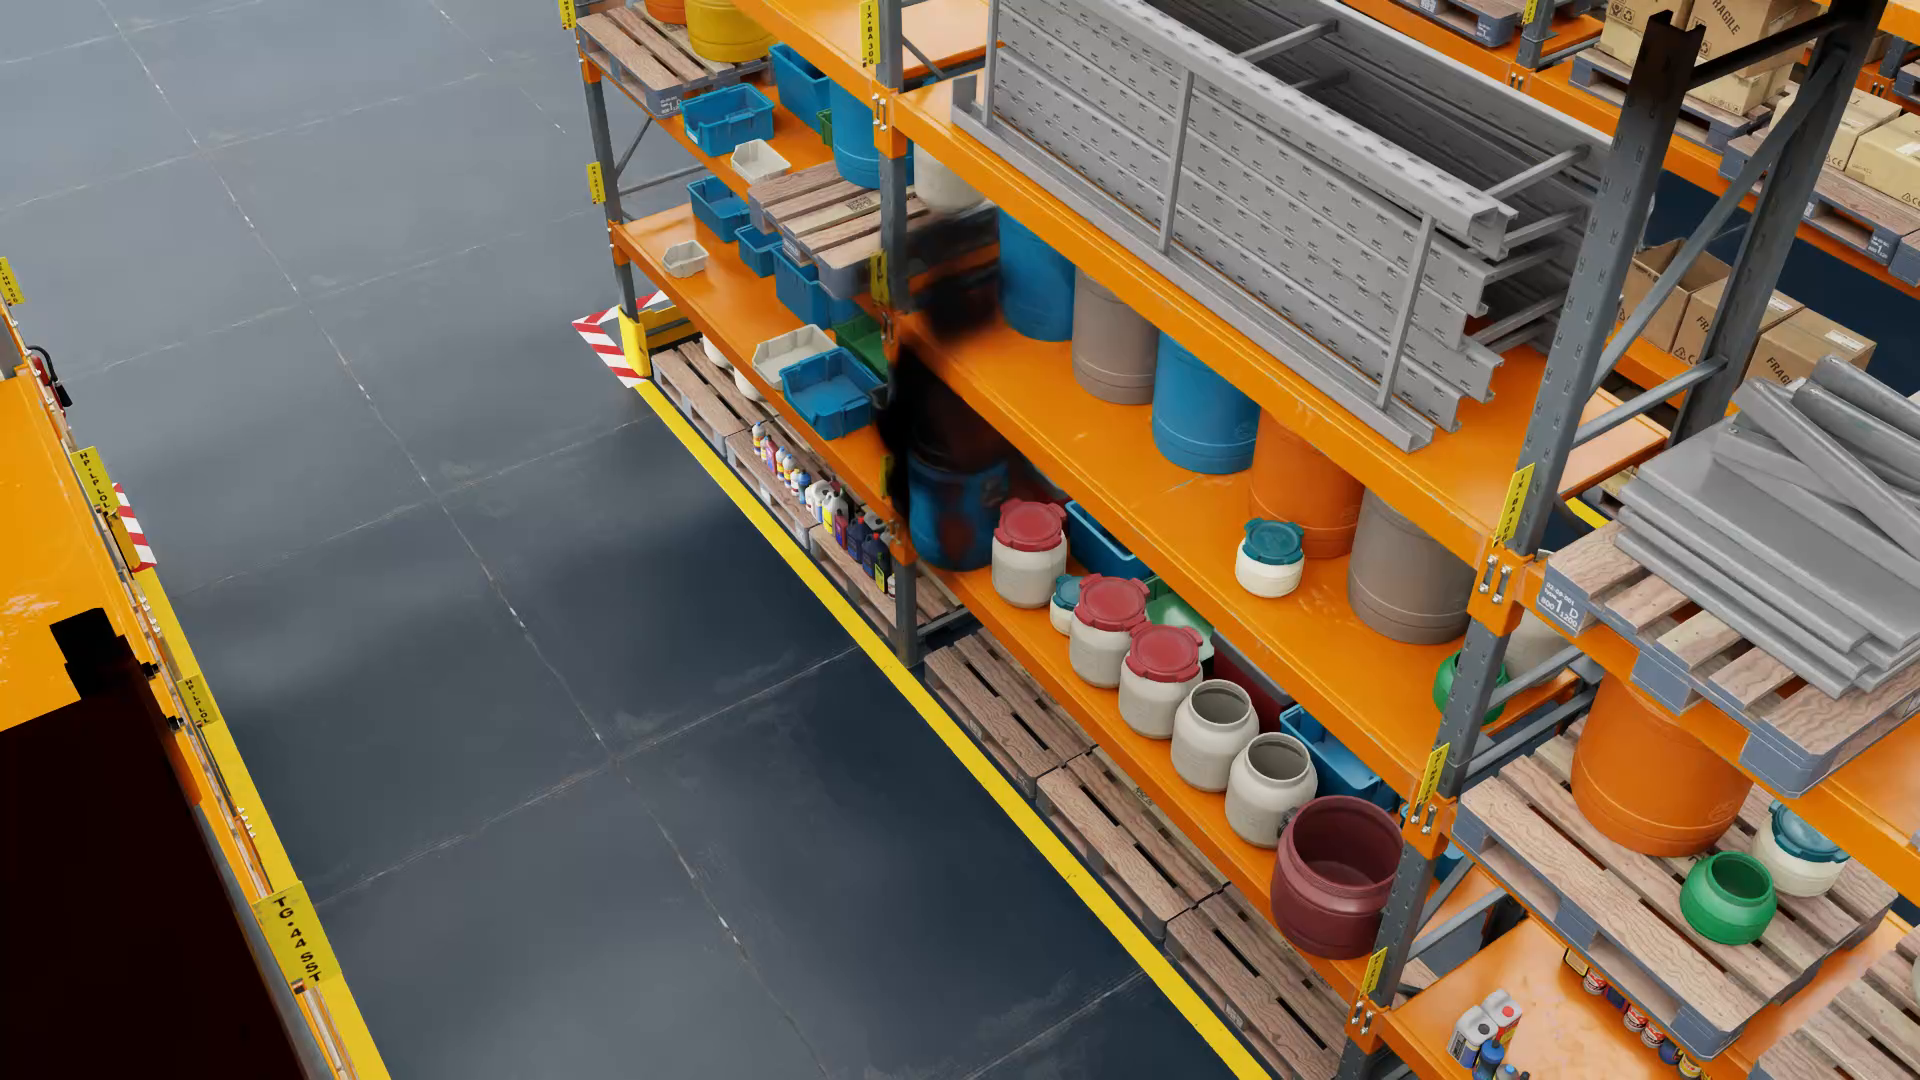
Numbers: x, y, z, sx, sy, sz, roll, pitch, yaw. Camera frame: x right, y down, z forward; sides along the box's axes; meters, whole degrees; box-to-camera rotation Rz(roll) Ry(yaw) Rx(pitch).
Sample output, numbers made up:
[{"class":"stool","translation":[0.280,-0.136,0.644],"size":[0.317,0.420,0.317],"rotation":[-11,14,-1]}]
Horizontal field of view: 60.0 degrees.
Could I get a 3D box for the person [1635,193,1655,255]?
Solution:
[{"class":"person","translation":[5.447,-2.656,13.430],"size":[0.510,1.609,0.861],"rotation":[-22,47,-22]}]
